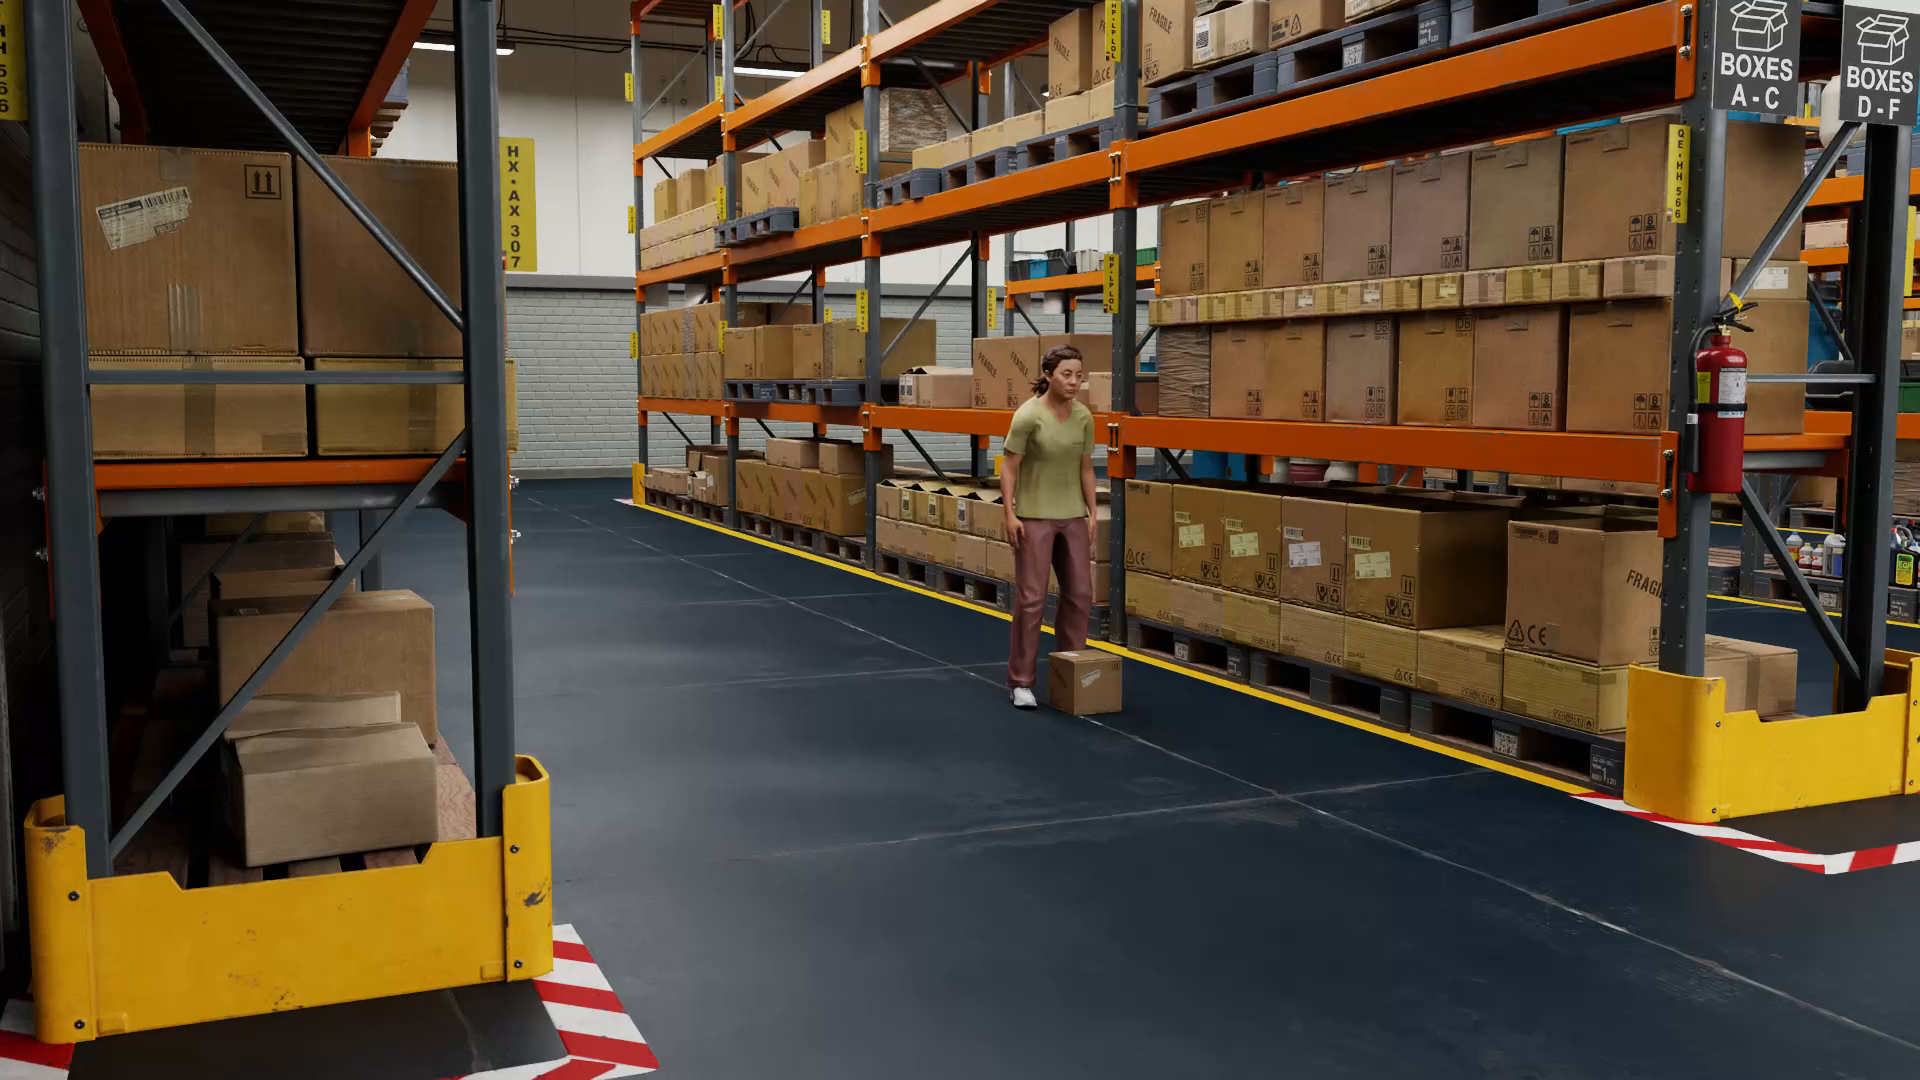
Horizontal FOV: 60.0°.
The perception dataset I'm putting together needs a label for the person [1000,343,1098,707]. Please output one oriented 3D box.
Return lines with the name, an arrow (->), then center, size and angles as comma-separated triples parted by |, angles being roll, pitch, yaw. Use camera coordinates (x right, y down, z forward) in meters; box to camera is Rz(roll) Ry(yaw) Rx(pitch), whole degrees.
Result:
person -> 0.438, -0.077, 7.771 | 0.496, 1.672, 0.362 | -3, 6, -25
